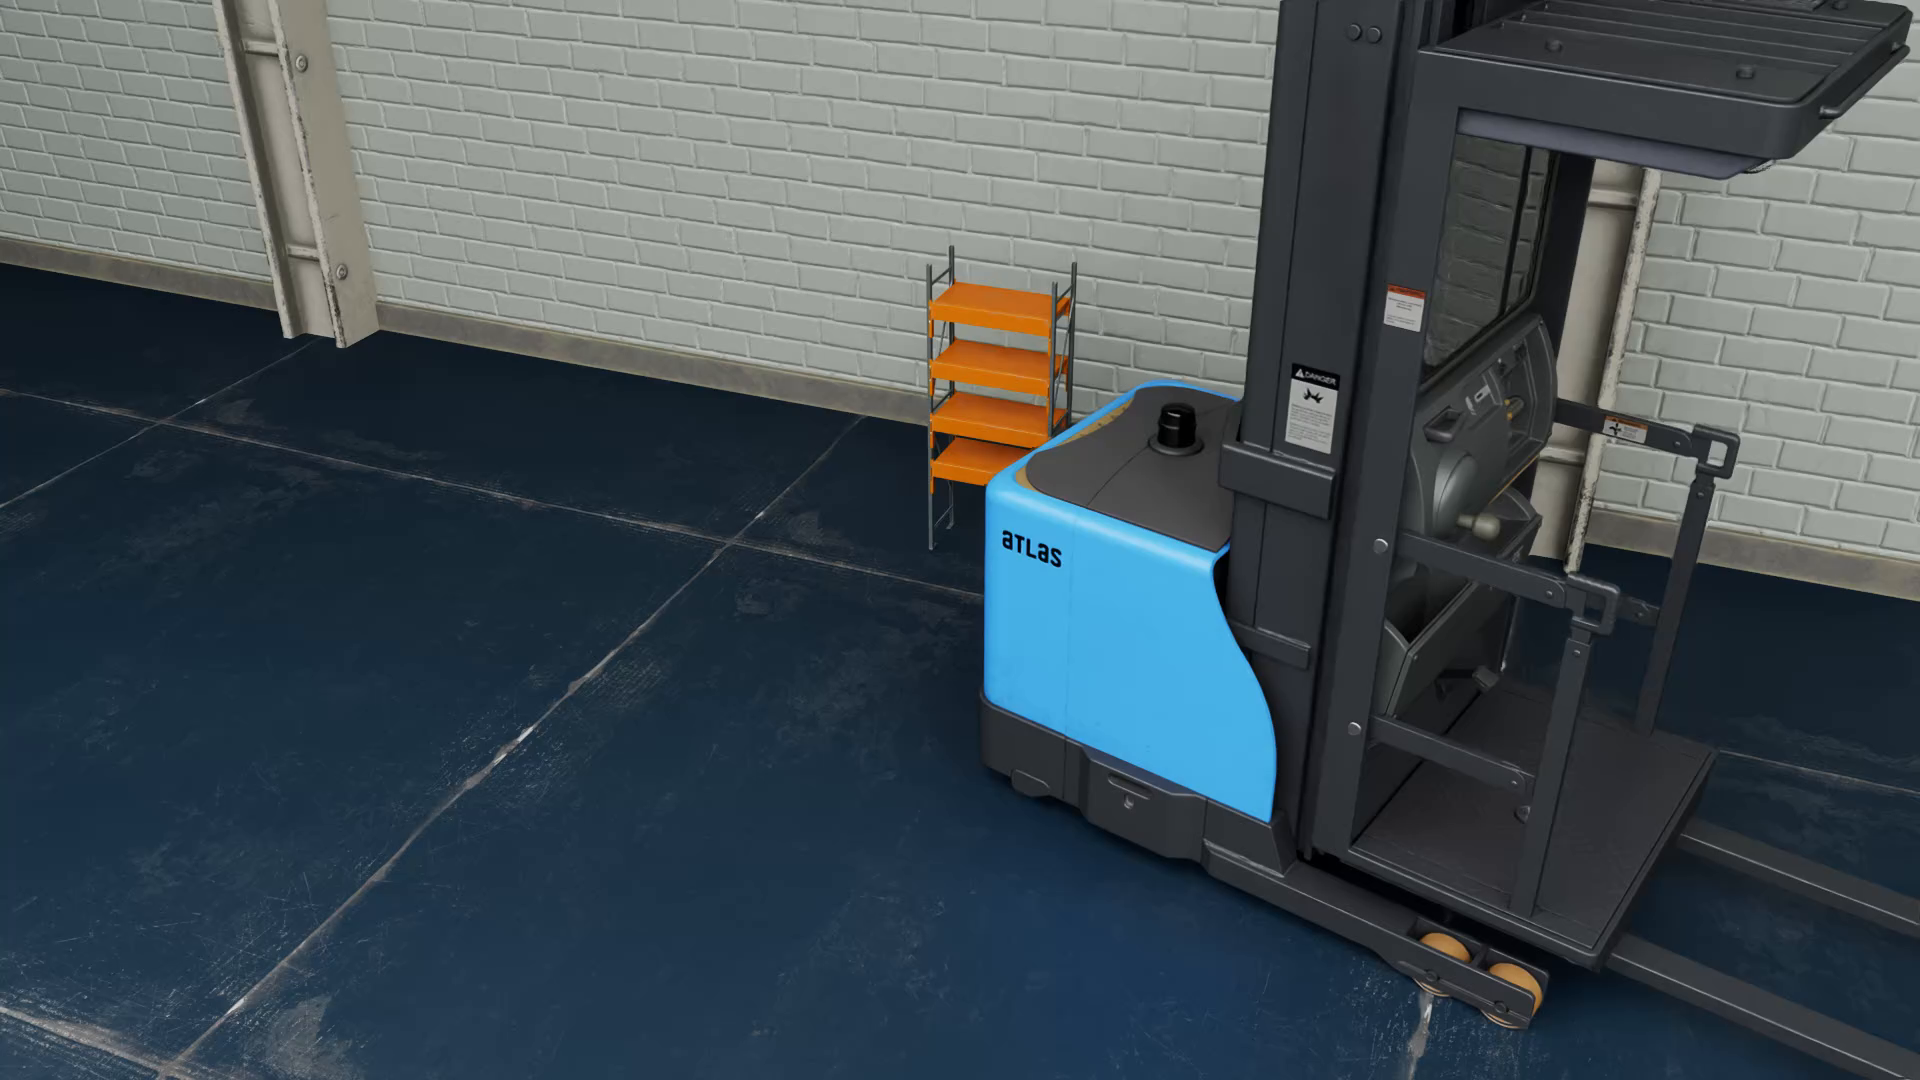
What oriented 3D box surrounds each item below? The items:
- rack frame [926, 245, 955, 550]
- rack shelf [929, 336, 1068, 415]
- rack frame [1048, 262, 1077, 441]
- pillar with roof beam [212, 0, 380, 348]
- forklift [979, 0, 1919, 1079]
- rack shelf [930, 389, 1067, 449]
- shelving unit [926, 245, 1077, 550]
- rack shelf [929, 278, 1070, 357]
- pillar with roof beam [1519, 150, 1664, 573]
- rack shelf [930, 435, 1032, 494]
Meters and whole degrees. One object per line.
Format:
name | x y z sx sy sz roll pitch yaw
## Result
rack frame | -0.073 -0.537 6.480 0.015 1.200 0.240 11 31 19
rack shelf | 0.153 -0.628 6.324 0.480 0.148 0.258 11 31 19
rack frame | 0.379 -0.447 6.321 0.015 1.200 0.240 11 31 19
pillar with roof beam | -4.883 -3.039 2.981 0.400 9.000 9.100 11 31 19
forklift | 1.542 -0.271 4.251 3.031 2.935 1.130 20 35 32
rack shelf | 0.153 -0.433 6.434 0.480 0.148 0.258 11 31 19
shelving unit | 0.153 -0.492 6.401 0.503 1.200 0.258 11 31 19
rack shelf | 0.153 -0.834 6.207 0.480 0.148 0.258 11 31 19
pillar with roof beam | 0.677 -1.929 1.018 0.400 9.000 9.100 11 31 19
rack shelf | 0.153 -0.260 6.531 0.480 0.148 0.258 11 31 19
